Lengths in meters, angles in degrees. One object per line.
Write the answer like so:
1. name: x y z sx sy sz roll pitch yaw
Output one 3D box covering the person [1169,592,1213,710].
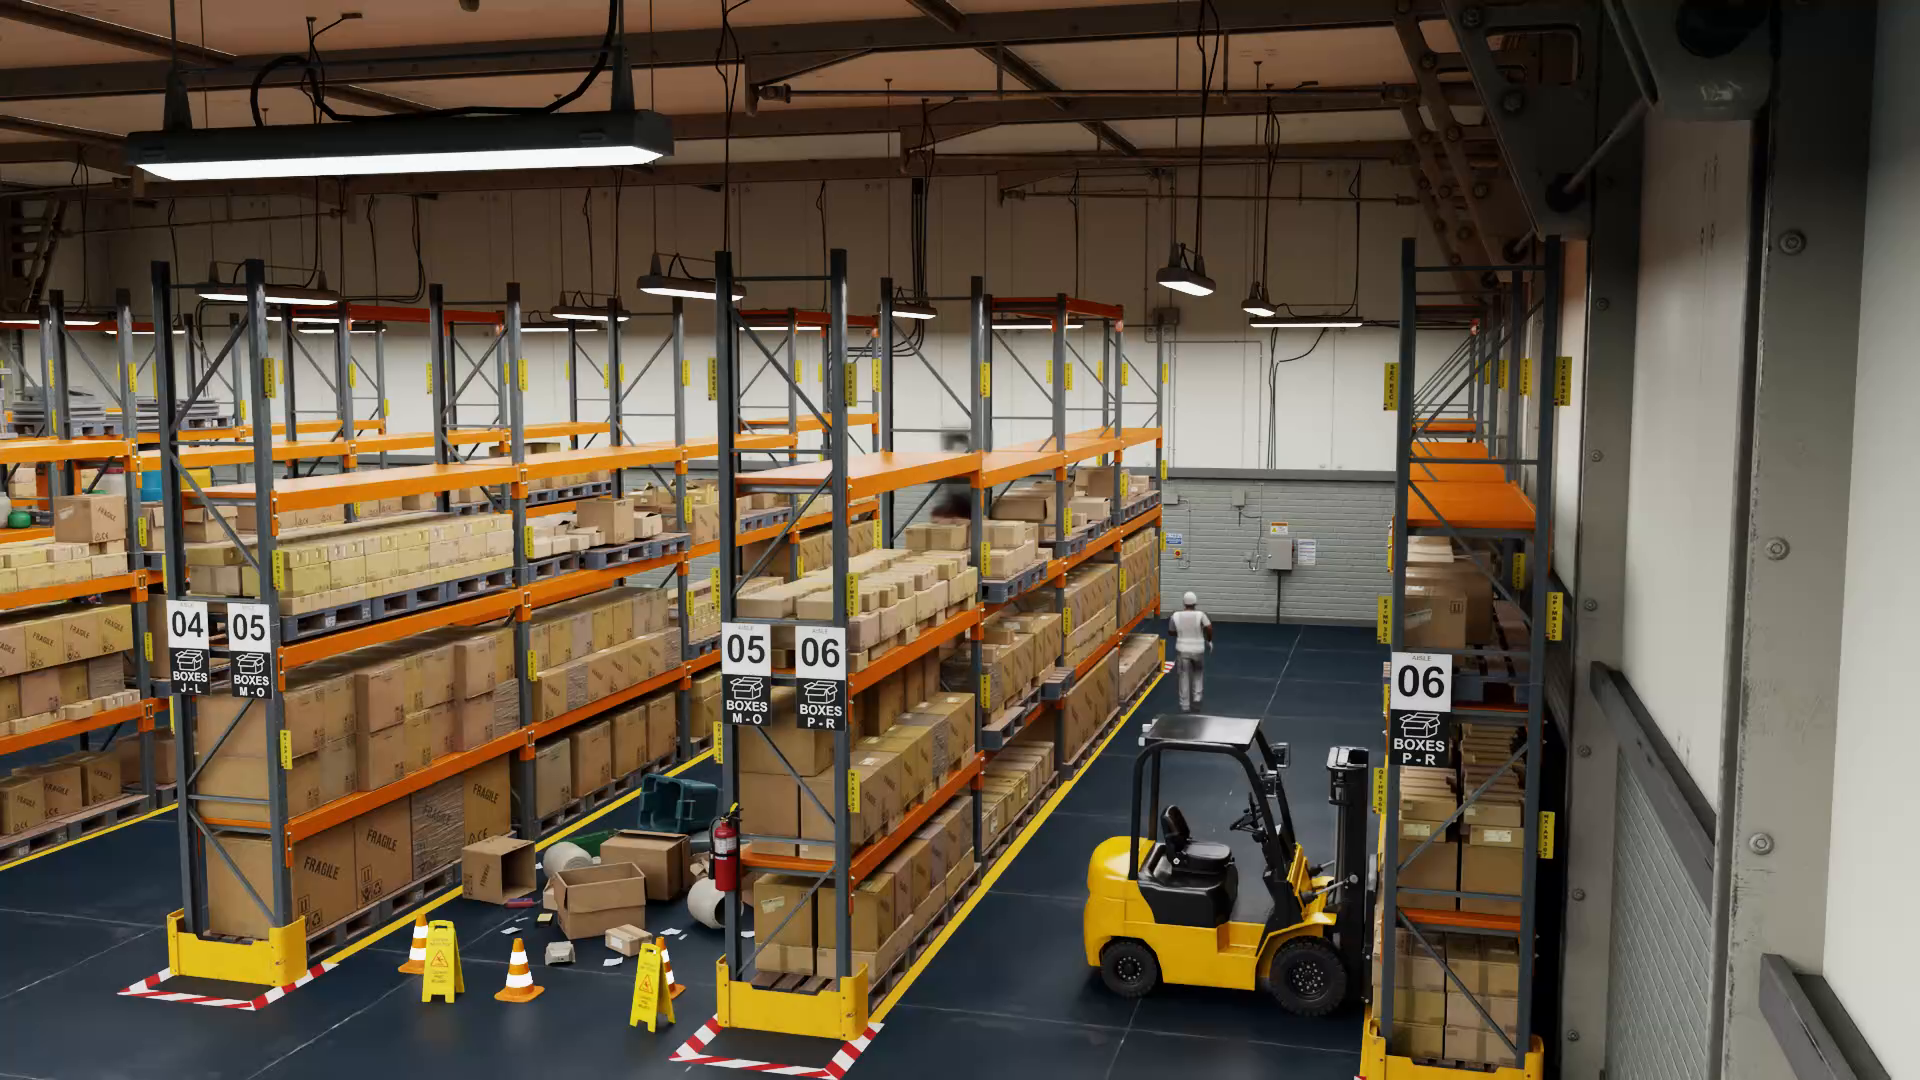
1. person: 3.425 1.672 24.702 0.656 1.824 0.744 1 6 8
